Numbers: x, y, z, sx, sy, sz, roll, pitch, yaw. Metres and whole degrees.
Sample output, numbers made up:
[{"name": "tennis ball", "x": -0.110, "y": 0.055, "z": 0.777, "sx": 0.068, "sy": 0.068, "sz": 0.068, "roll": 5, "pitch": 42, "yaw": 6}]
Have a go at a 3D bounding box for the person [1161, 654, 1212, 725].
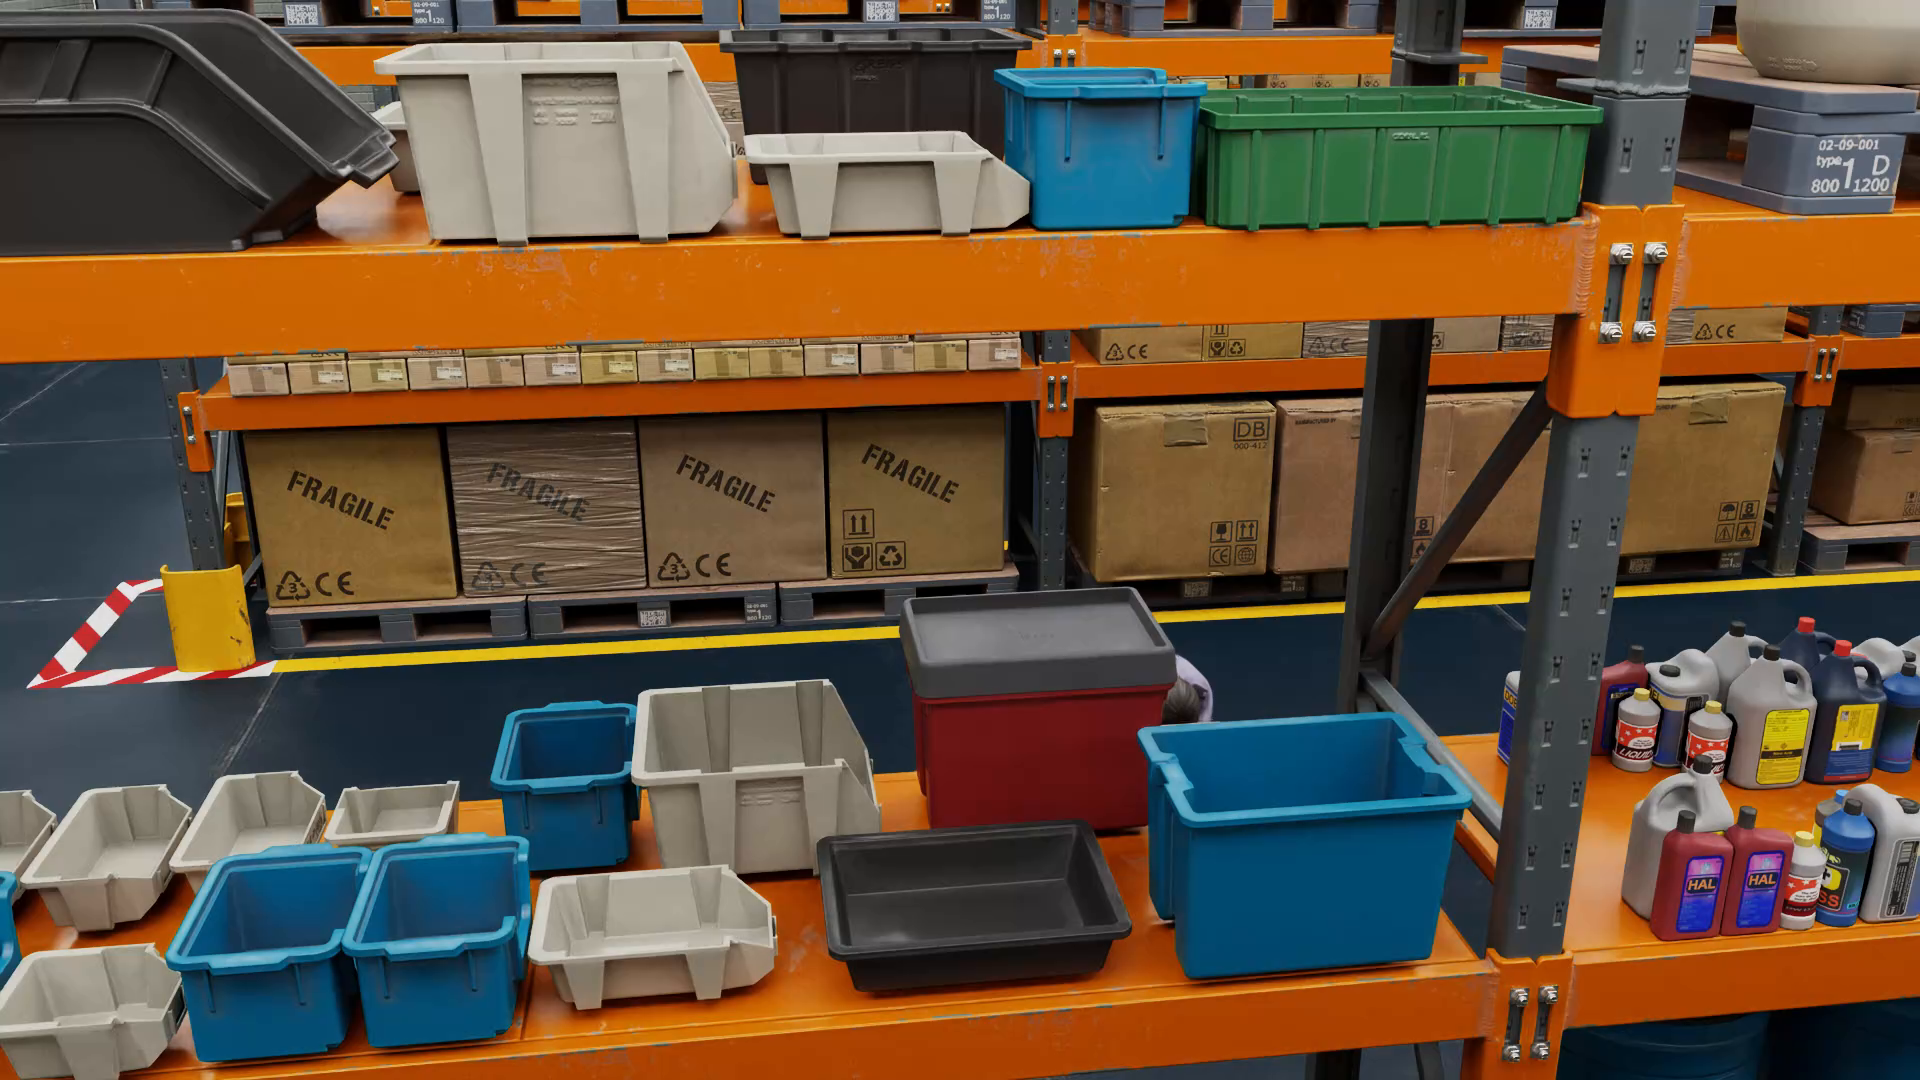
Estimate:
[{"name": "person", "x": 0.631, "y": 0.797, "z": 5.940, "sx": 0.519, "sy": 0.952, "sz": 0.891, "roll": -4, "pitch": 20, "yaw": -10}]
